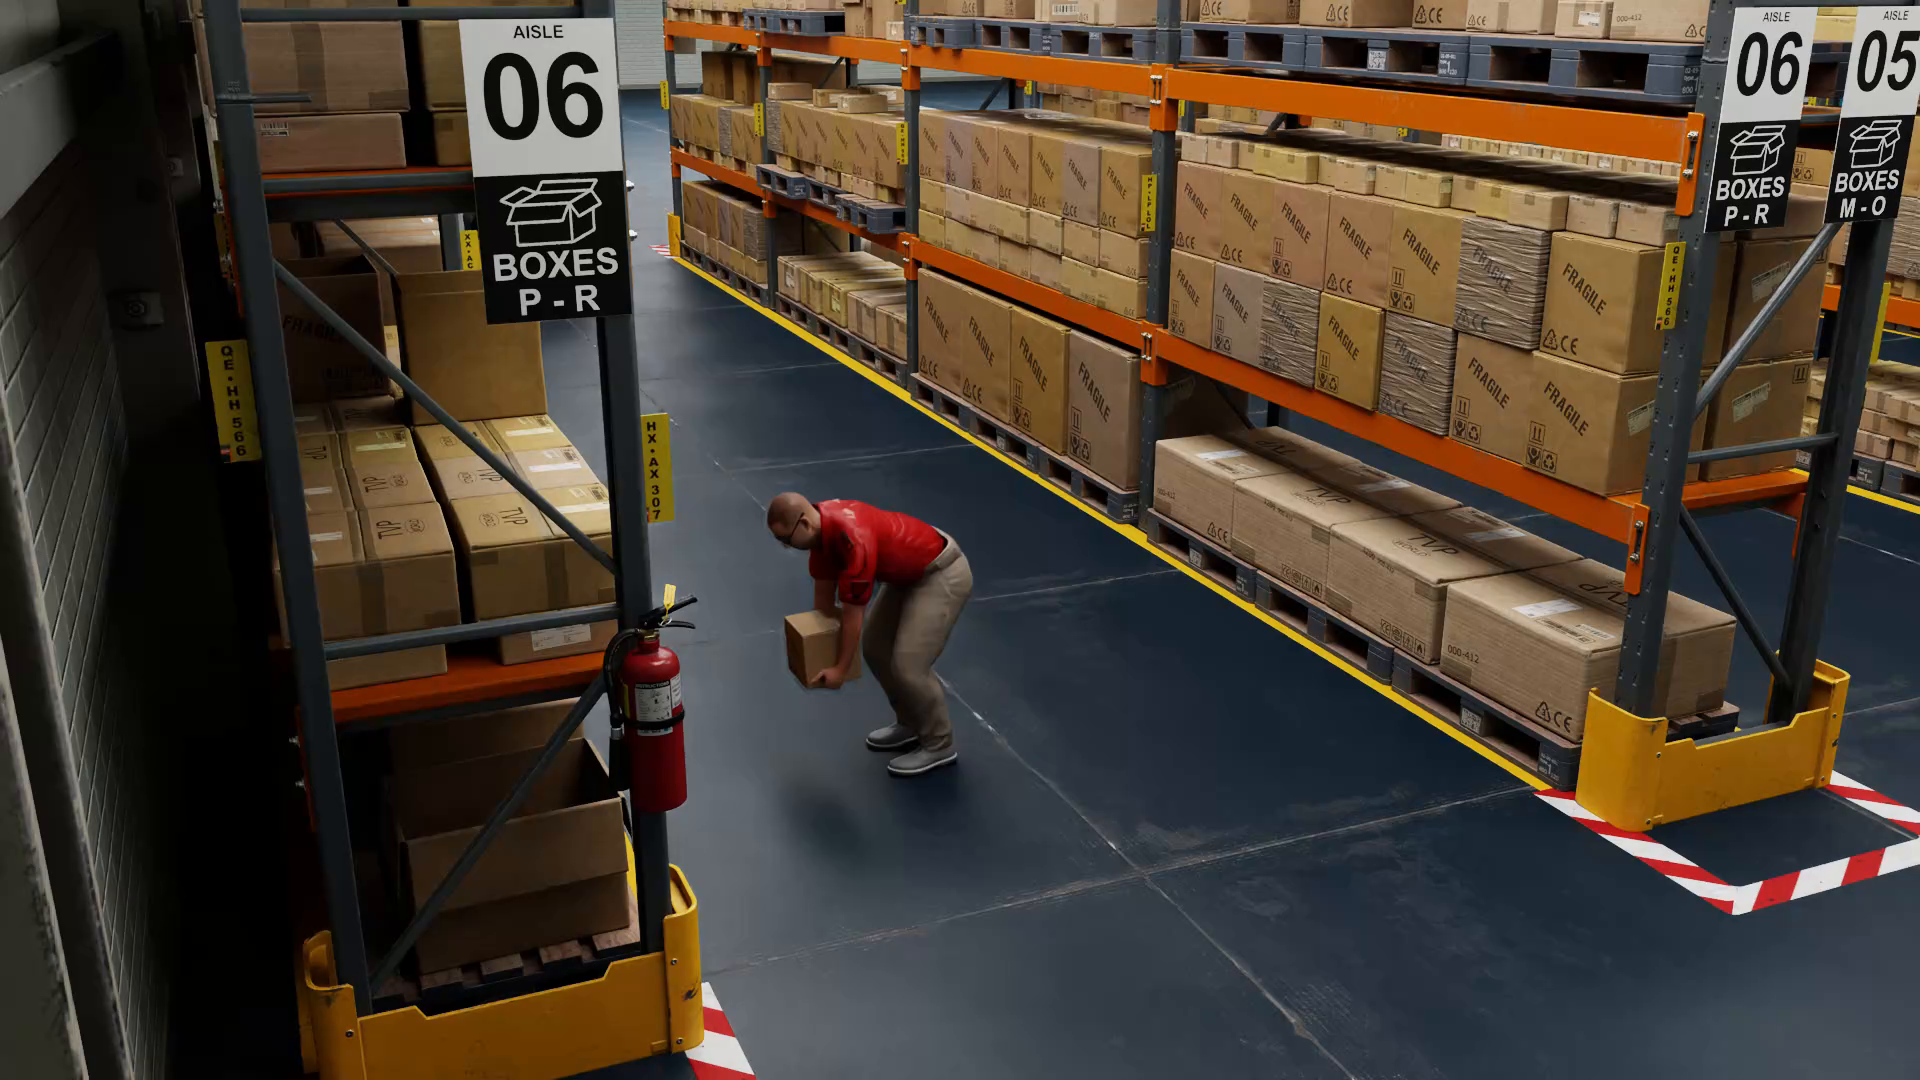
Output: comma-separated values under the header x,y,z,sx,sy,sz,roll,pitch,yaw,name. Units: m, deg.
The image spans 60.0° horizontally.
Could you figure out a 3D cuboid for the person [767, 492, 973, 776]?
x,y,z,sx,sy,sz,roll,pitch,yaw,name
-0.389,0.370,7.169,0.898,1.302,0.495,-9,21,-24,person
